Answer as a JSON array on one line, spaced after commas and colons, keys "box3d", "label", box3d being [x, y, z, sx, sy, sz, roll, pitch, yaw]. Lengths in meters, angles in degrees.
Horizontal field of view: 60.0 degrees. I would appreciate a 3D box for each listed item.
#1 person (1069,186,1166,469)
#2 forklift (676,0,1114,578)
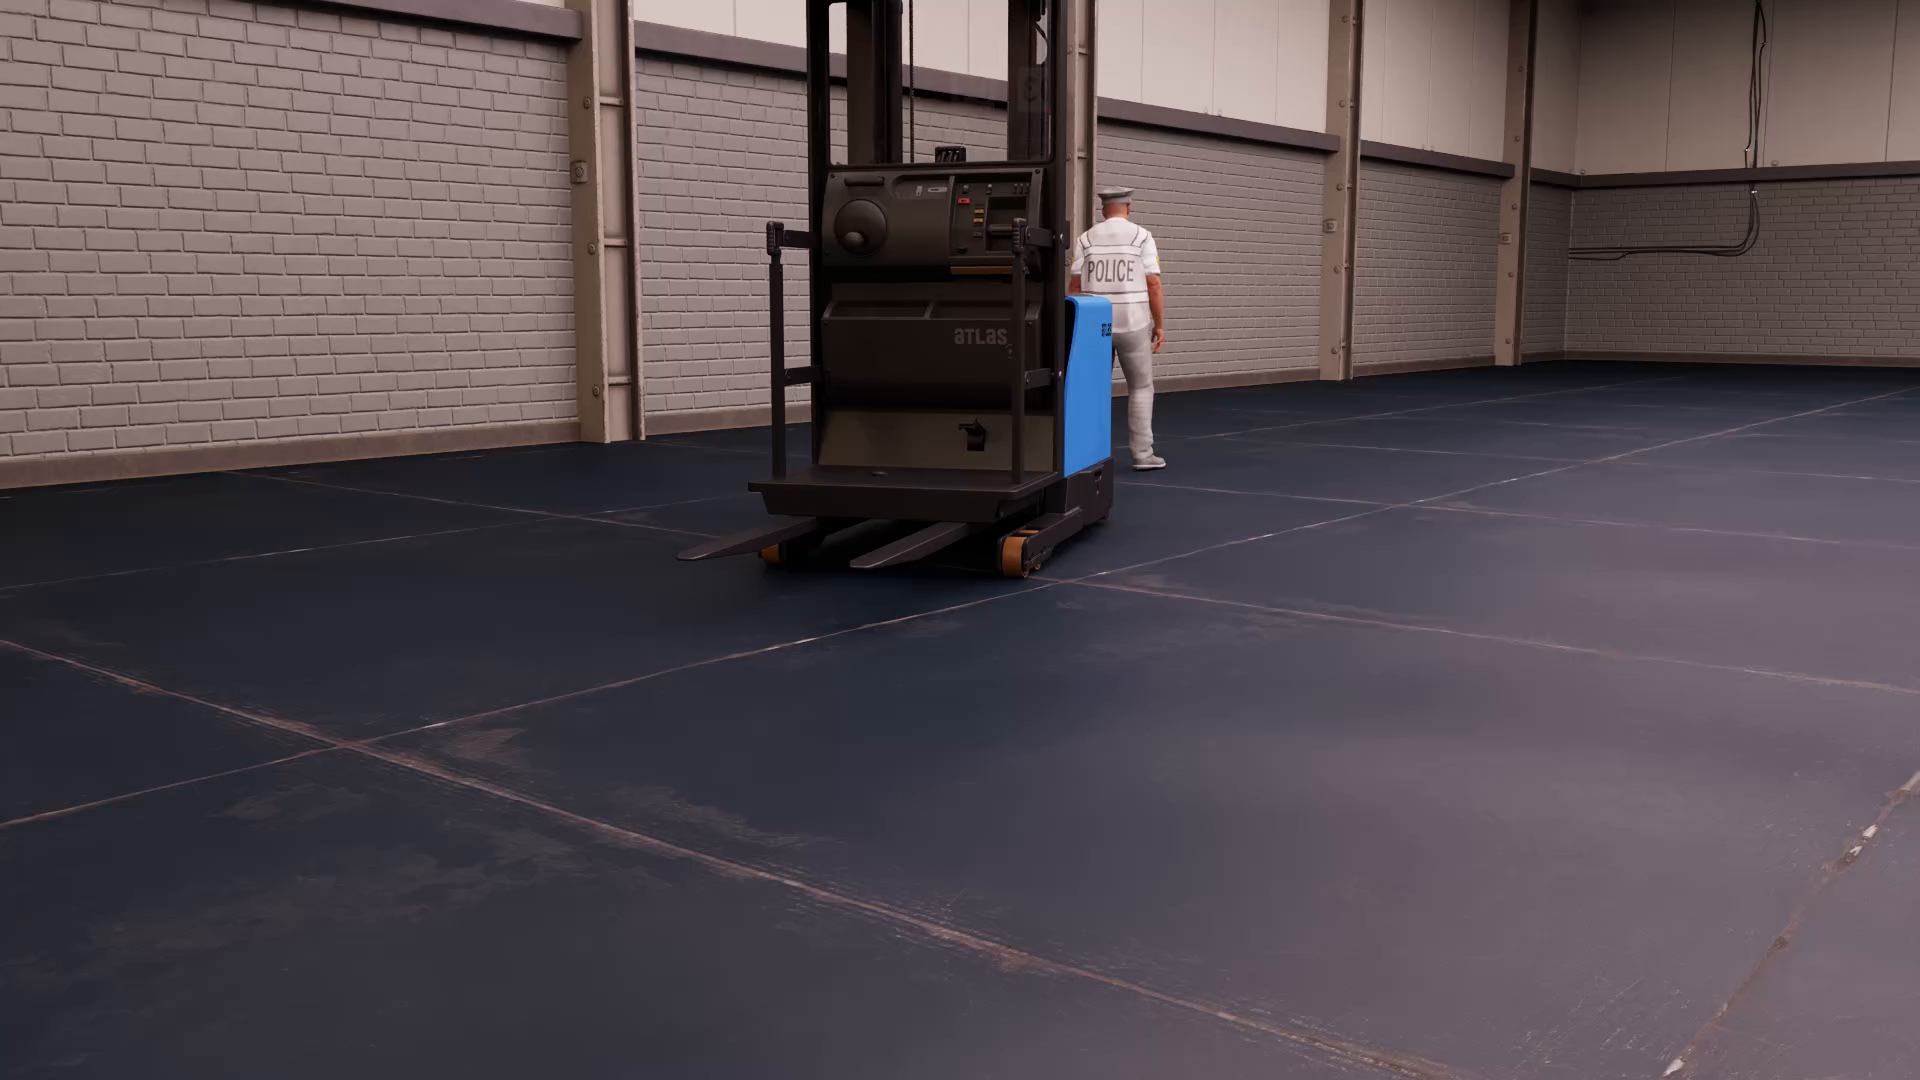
[{"box3d": [0.972, -1.316, 10.346, 0.603, 1.750, 0.432, 3, 9, 17], "label": "person"}, {"box3d": [-0.176, -1.366, 6.616, 1.130, 2.935, 3.031, 3, 9, 17], "label": "forklift"}]
